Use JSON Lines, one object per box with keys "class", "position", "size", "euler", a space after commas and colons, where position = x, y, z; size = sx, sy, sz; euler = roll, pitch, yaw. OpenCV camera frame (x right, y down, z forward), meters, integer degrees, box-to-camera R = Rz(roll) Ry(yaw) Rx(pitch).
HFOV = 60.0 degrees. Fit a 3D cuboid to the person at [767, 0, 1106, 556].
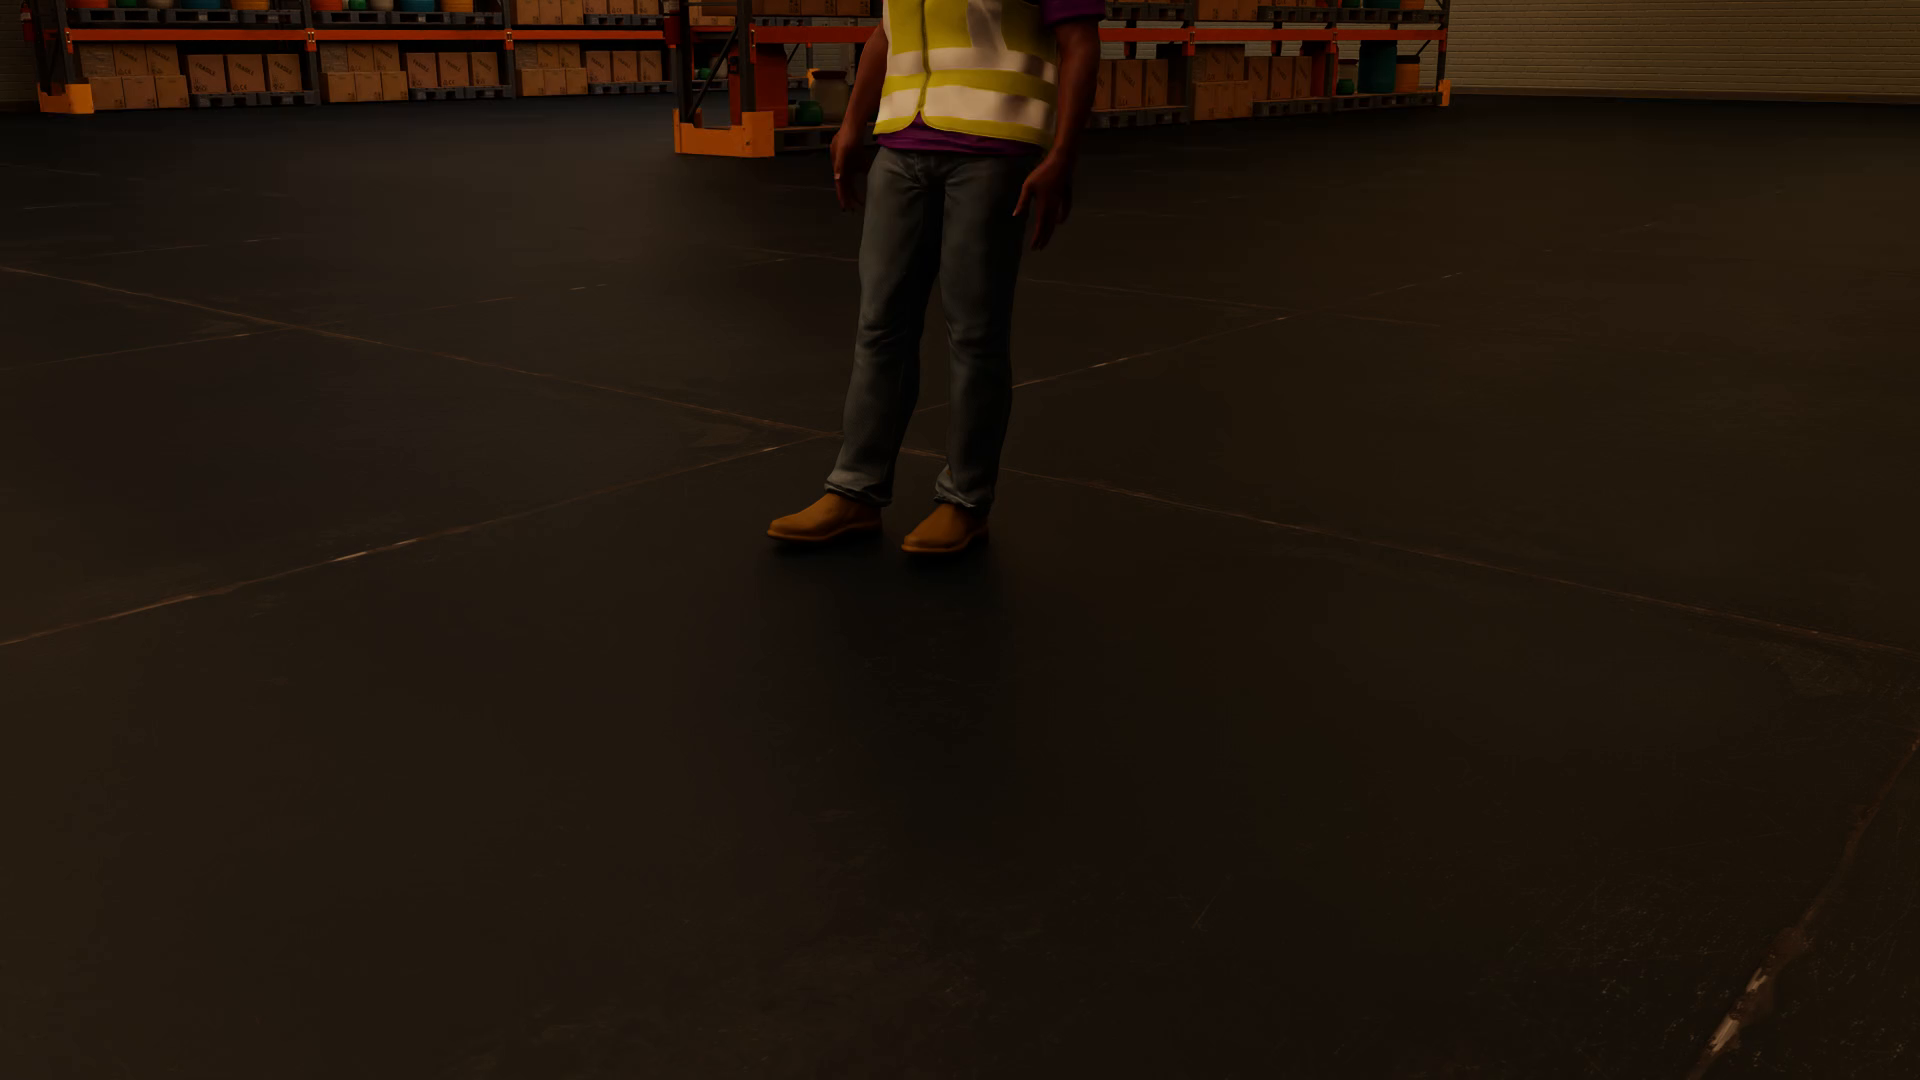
{"class": "person", "position": [-0.049, -0.838, 3.635], "size": [0.665, 1.768, 0.575], "euler": [13, 21, 37]}
